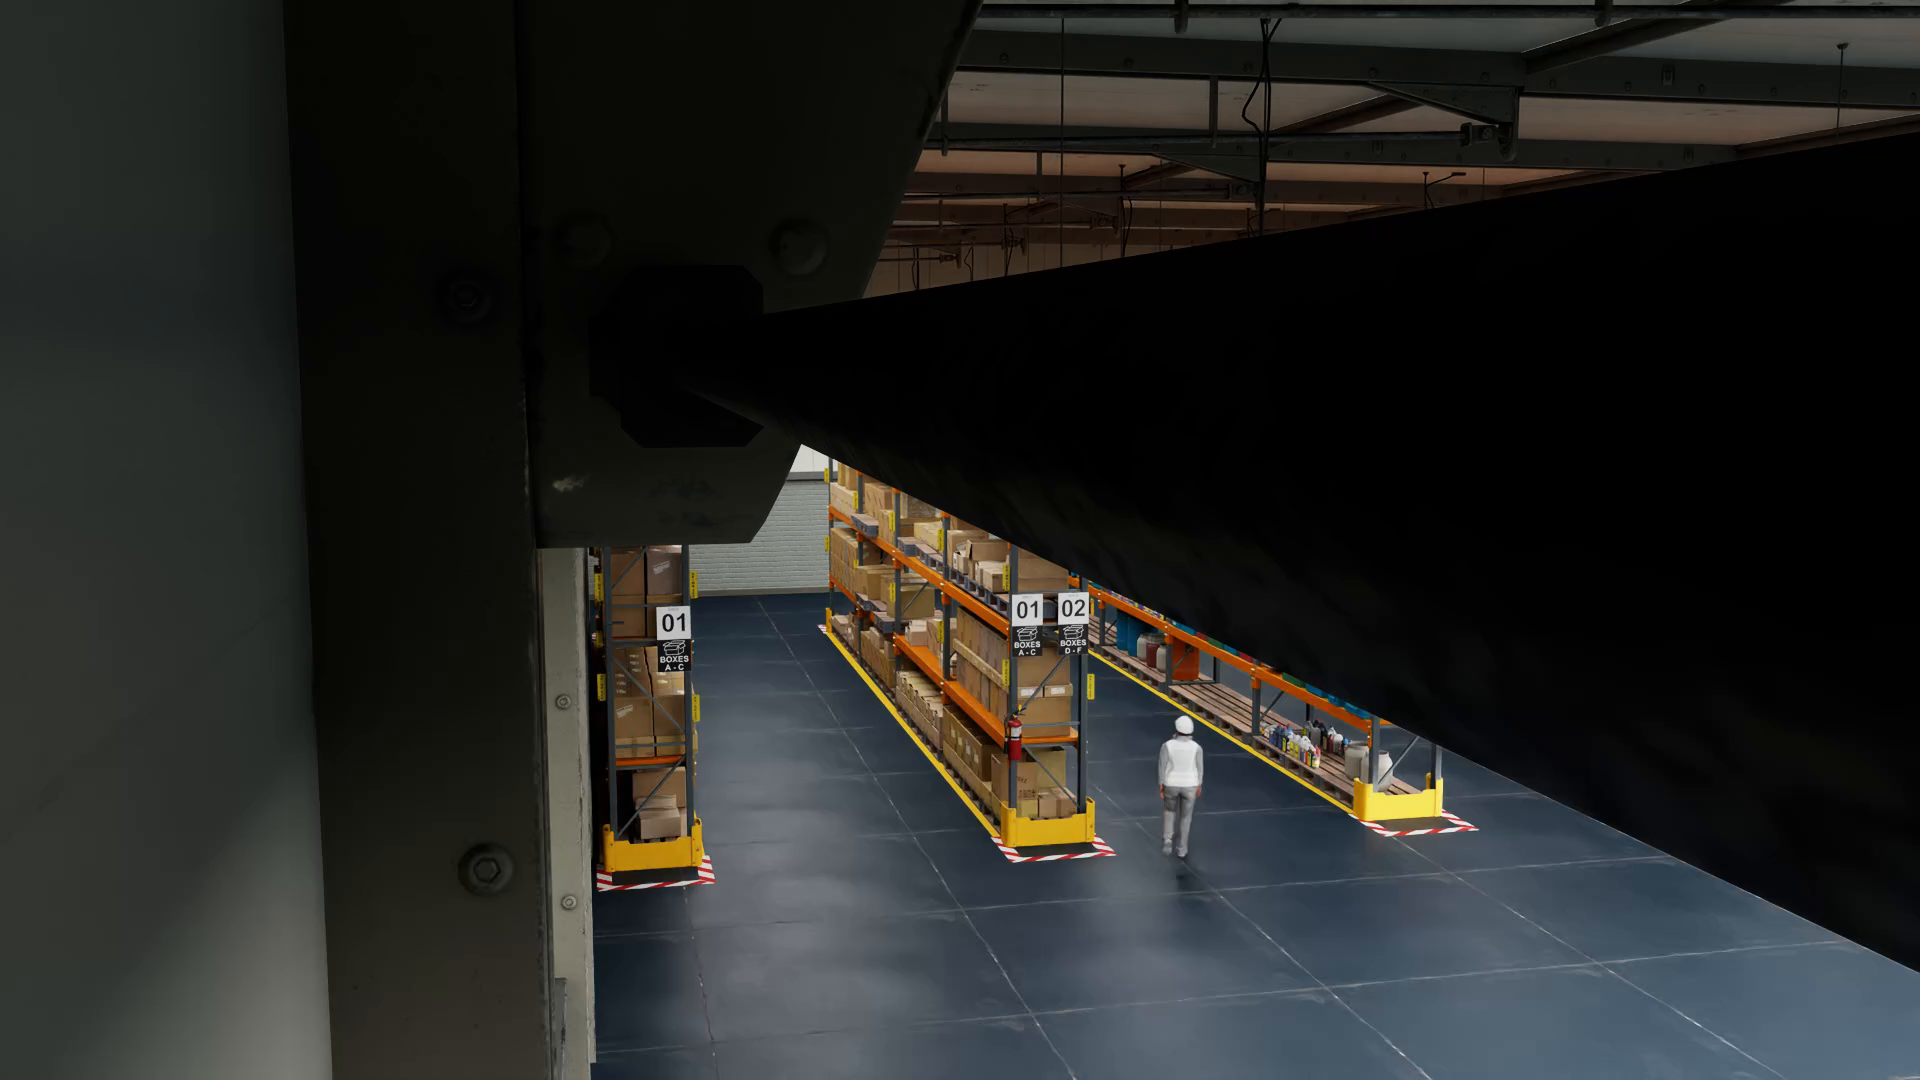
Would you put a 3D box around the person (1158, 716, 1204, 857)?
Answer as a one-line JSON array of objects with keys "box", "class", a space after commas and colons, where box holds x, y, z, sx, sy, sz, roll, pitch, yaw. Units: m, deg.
[{"box": [2.712, 3.019, 20.420, 0.535, 1.763, 0.481, 2, 7, 19], "class": "person"}]
